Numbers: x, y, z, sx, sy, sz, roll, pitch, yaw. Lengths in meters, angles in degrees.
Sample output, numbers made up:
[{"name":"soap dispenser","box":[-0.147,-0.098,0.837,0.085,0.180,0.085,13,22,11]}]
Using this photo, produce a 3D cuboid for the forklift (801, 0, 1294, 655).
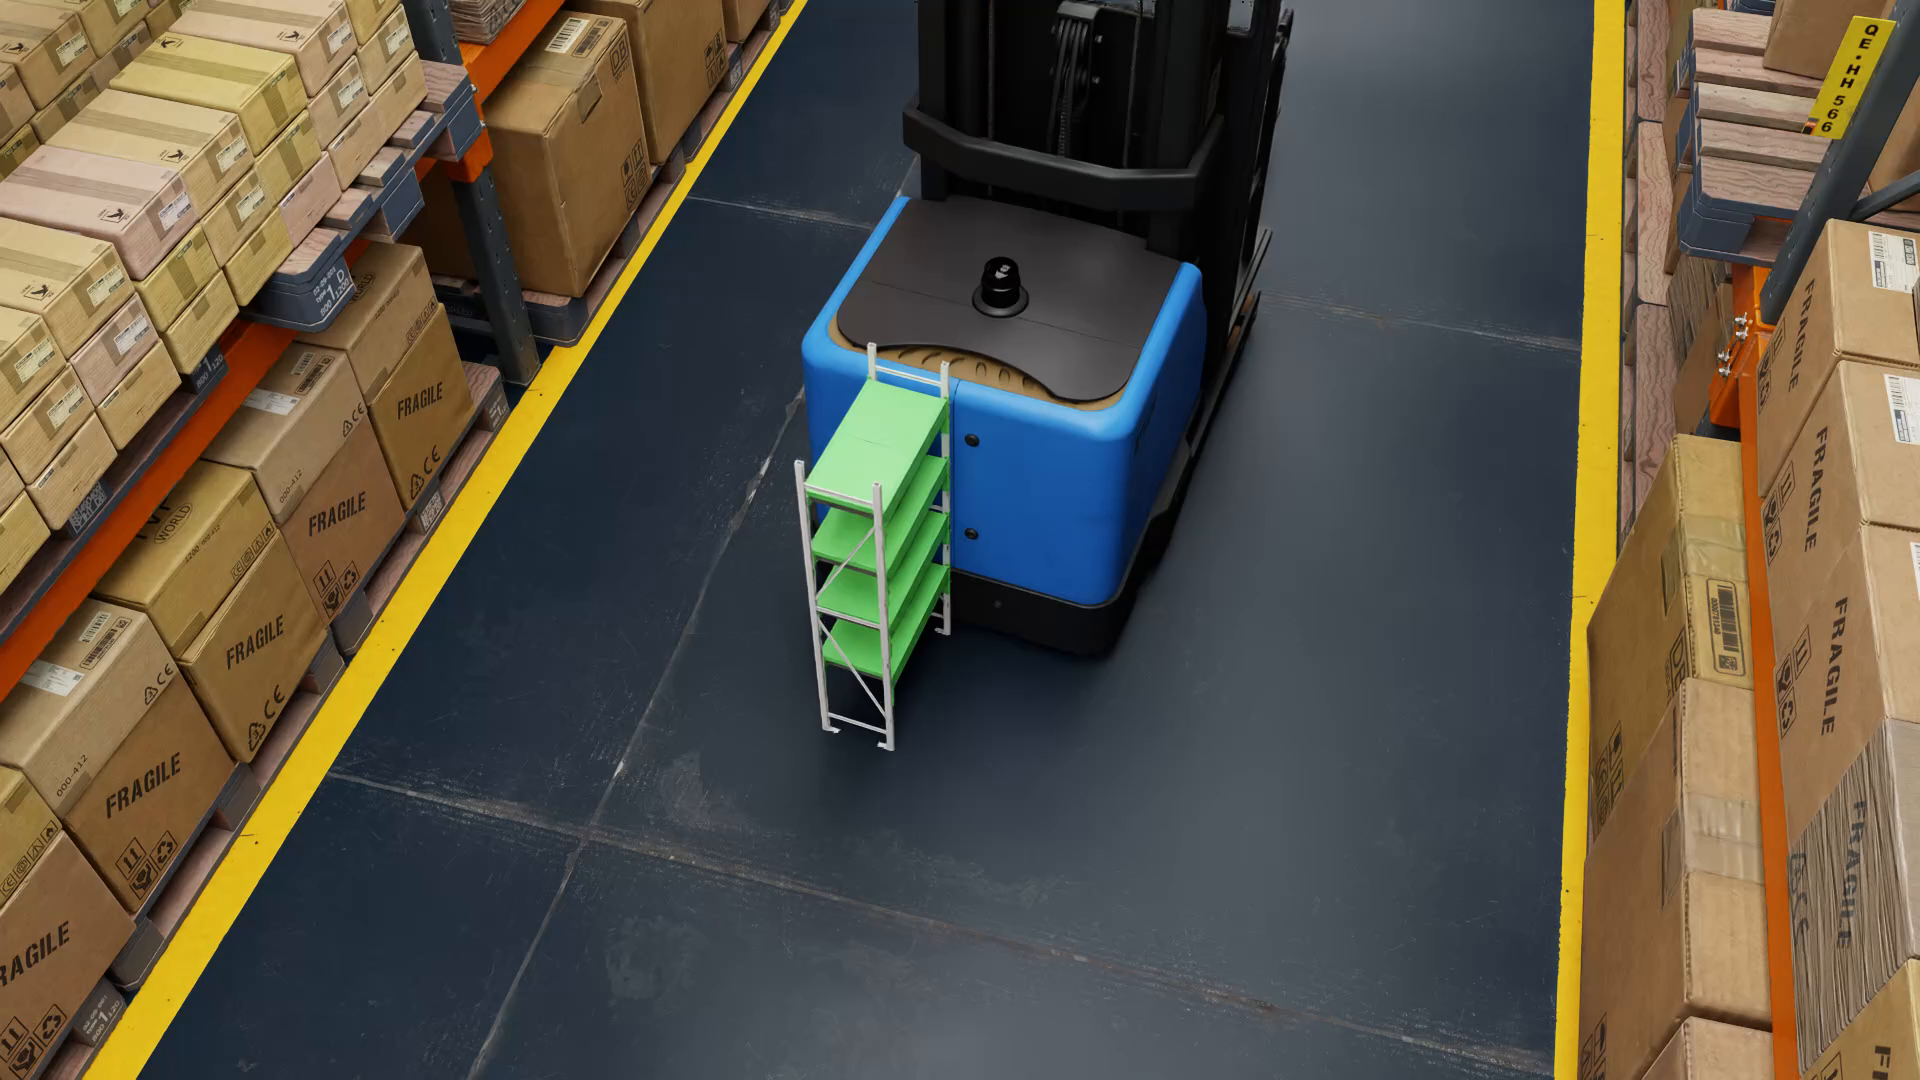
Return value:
[{"name":"forklift","box":[0.515,-1.730,5.322,1.130,2.935,3.031,16,50,14]}]

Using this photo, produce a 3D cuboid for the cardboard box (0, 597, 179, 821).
[{"name":"cardboard box","box":[-2.417,0.393,4.290,0.500,0.250,0.500,13,50,11]}]

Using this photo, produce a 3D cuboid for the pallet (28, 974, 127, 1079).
[{"name":"pallet","box":[-2.939,1.548,4.243,1.003,0.211,1.213,12,50,10]}]

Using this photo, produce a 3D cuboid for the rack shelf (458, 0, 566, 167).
[{"name":"rack shelf","box":[-1.563,-2.913,6.800,1.077,0.370,4.000,12,50,10]}]

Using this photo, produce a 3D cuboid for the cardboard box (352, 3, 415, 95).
[{"name":"cardboard box","box":[-1.780,-1.412,4.684,0.380,0.149,0.250,12,50,11]}]

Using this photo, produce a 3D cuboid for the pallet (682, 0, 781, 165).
[{"name":"pallet","box":[-1.486,-2.217,7.566,1.003,0.211,1.213,12,50,10]}]

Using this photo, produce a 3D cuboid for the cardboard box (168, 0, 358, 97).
[{"name":"cardboard box","box":[-1.845,-1.331,4.415,0.380,0.149,0.250,11,49,10]}]

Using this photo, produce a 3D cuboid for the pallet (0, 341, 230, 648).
[{"name":"pallet","box":[-2.571,-0.201,4.055,1.003,0.211,1.213,12,50,10]}]

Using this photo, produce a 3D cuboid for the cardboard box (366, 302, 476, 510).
[{"name":"cardboard box","box":[-2.011,-0.489,5.568,0.500,0.500,0.500,11,50,10]}]

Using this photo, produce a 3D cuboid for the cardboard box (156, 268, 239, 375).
[{"name":"cardboard box","box":[-2.049,-0.573,4.143,0.380,0.149,0.250,10,49,8]}]

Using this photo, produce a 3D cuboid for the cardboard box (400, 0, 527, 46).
[{"name":"cardboard box","box":[-1.711,-2.009,5.456,0.500,0.500,0.500,12,50,10]}]

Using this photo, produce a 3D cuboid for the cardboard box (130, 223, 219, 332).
[{"name":"cardboard box","box":[-2.050,-0.667,4.027,0.380,0.149,0.250,11,50,10]}]

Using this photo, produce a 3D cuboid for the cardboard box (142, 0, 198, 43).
[{"name":"cardboard box","box":[-2.411,-1.549,4.806,0.380,0.149,0.250,14,50,12]}]

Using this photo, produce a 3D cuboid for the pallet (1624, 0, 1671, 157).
[{"name":"pallet","box":[3.518,-2.060,7.427,1.003,0.211,1.213,12,50,10]}]

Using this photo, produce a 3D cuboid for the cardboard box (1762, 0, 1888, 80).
[{"name":"cardboard box","box":[2.823,-1.647,4.856,0.700,0.500,0.500,18,51,16]}]

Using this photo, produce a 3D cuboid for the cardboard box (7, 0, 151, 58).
[{"name":"cardboard box","box":[-2.466,-1.466,4.534,0.380,0.149,0.250,10,49,9]}]

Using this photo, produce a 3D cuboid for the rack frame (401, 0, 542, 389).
[{"name":"rack frame","box":[-2.090,-1.705,5.254,1.000,3.000,0.127,12,50,10]}]

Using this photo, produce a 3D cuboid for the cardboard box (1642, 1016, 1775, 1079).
[{"name":"cardboard box","box":[2.000,1.691,3.394,1.225,0.875,0.875,10,49,9]}]

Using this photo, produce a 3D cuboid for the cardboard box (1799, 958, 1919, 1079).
[{"name":"cardboard box","box":[1.743,1.079,2.730,0.500,0.500,0.500,11,49,10]}]

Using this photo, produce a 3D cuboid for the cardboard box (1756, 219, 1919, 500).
[{"name":"cardboard box","box":[2.278,-0.388,4.025,0.500,0.500,0.500,13,50,11]}]

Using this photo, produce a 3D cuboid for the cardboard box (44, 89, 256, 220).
[{"name":"cardboard box","box":[-1.980,-0.948,4.077,0.380,0.149,0.250,13,50,11]}]

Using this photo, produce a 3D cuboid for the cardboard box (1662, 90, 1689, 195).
[{"name":"cardboard box","box":[3.249,-1.679,6.605,0.700,0.500,0.500,8,49,7]}]

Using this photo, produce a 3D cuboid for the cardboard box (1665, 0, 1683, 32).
[{"name":"cardboard box","box":[3.539,-2.425,7.263,0.700,0.500,0.500,8,49,7]}]

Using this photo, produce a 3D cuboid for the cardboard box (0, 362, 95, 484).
[{"name":"cardboard box","box":[-2.185,-0.291,3.696,0.380,0.149,0.250,11,49,9]}]

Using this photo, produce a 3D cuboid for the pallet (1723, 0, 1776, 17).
[{"name":"pallet","box":[3.150,-2.029,5.668,1.003,0.211,1.213,12,50,10]}]

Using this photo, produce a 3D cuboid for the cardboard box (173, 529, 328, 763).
[{"name":"cardboard box","box":[-2.274,0.272,4.897,0.500,0.500,0.500,10,49,8]}]

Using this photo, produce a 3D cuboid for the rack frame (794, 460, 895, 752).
[{"name":"rack frame","box":[-0.317,0.224,4.752,0.240,1.200,0.015,16,50,14]}]

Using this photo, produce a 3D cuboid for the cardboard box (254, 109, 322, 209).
[{"name":"cardboard box","box":[-1.916,-1.027,4.345,0.380,0.149,0.250,13,50,11]}]

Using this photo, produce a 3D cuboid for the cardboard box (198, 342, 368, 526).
[{"name":"cardboard box","box":[-2.139,-0.351,4.946,0.500,0.250,0.500,12,50,11]}]

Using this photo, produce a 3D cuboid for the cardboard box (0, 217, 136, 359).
[{"name":"cardboard box","box":[-2.119,-0.577,3.750,0.380,0.149,0.250,14,50,12]}]

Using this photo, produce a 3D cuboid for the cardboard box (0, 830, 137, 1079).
[{"name":"cardboard box","box":[-2.555,1.012,4.244,0.500,0.500,0.500,14,50,12]}]

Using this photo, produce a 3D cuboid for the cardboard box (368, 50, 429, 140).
[{"name":"cardboard box","box":[-1.776,-1.313,4.796,0.380,0.149,0.250,12,50,11]}]

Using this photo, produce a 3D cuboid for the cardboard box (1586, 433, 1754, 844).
[{"name":"cardboard box","box":[2.467,0.406,4.528,1.225,0.875,0.875,9,49,8]}]

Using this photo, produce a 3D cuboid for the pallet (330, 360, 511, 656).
[{"name":"pallet","box":[-2.297,-0.217,5.801,1.003,0.211,1.213,12,50,10]}]

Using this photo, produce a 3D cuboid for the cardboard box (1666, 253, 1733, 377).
[{"name":"cardboard box","box":[2.960,-0.863,5.885,0.700,0.500,0.500,8,49,7]}]

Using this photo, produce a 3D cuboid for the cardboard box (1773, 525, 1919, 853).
[{"name":"cardboard box","box":[2.013,0.357,3.368,0.500,0.500,0.500,11,49,9]}]

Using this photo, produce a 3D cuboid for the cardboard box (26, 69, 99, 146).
[{"name":"cardboard box","box":[-2.547,-1.159,4.461,0.380,0.149,0.250,10,49,9]}]

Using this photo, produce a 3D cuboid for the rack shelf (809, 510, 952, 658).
[{"name":"rack shelf","box":[-0.230,0.096,4.951,0.258,0.148,0.480,16,50,14]}]

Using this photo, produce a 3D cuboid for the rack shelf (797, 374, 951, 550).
[{"name":"rack shelf","box":[-0.230,-0.222,4.591,0.258,0.148,0.480,16,50,14]}]

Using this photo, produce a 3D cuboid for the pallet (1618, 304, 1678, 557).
[{"name":"pallet","box":[2.876,-0.295,5.870,1.003,0.211,1.213,12,50,10]}]

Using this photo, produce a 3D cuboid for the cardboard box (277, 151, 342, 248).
[{"name":"cardboard box","box":[-1.910,-0.948,4.473,0.380,0.149,0.250,12,50,11]}]

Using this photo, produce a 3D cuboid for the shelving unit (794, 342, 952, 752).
[{"name":"shelving unit","box":[-0.230,0.053,4.903,0.258,1.200,0.503,16,50,14]}]

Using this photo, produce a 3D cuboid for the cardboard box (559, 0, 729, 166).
[{"name":"cardboard box","box":[-1.616,-2.155,6.872,1.050,0.750,0.750,12,50,11]}]

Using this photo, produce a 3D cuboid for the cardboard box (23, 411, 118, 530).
[{"name":"cardboard box","box":[-2.187,-0.188,3.803,0.380,0.149,0.250,10,49,8]}]

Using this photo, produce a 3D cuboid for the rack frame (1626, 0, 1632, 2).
[{"name":"rack frame","box":[3.722,-3.546,6.879,1.000,3.000,0.127,12,50,10]}]

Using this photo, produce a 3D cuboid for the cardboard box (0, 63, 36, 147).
[{"name":"cardboard box","box":[-2.605,-1.098,4.209,0.380,0.149,0.250,10,49,8]}]

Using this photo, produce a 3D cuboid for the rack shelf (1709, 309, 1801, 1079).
[{"name":"rack shelf","box":[2.142,1.032,3.318,1.077,0.370,4.000,12,50,10]}]
